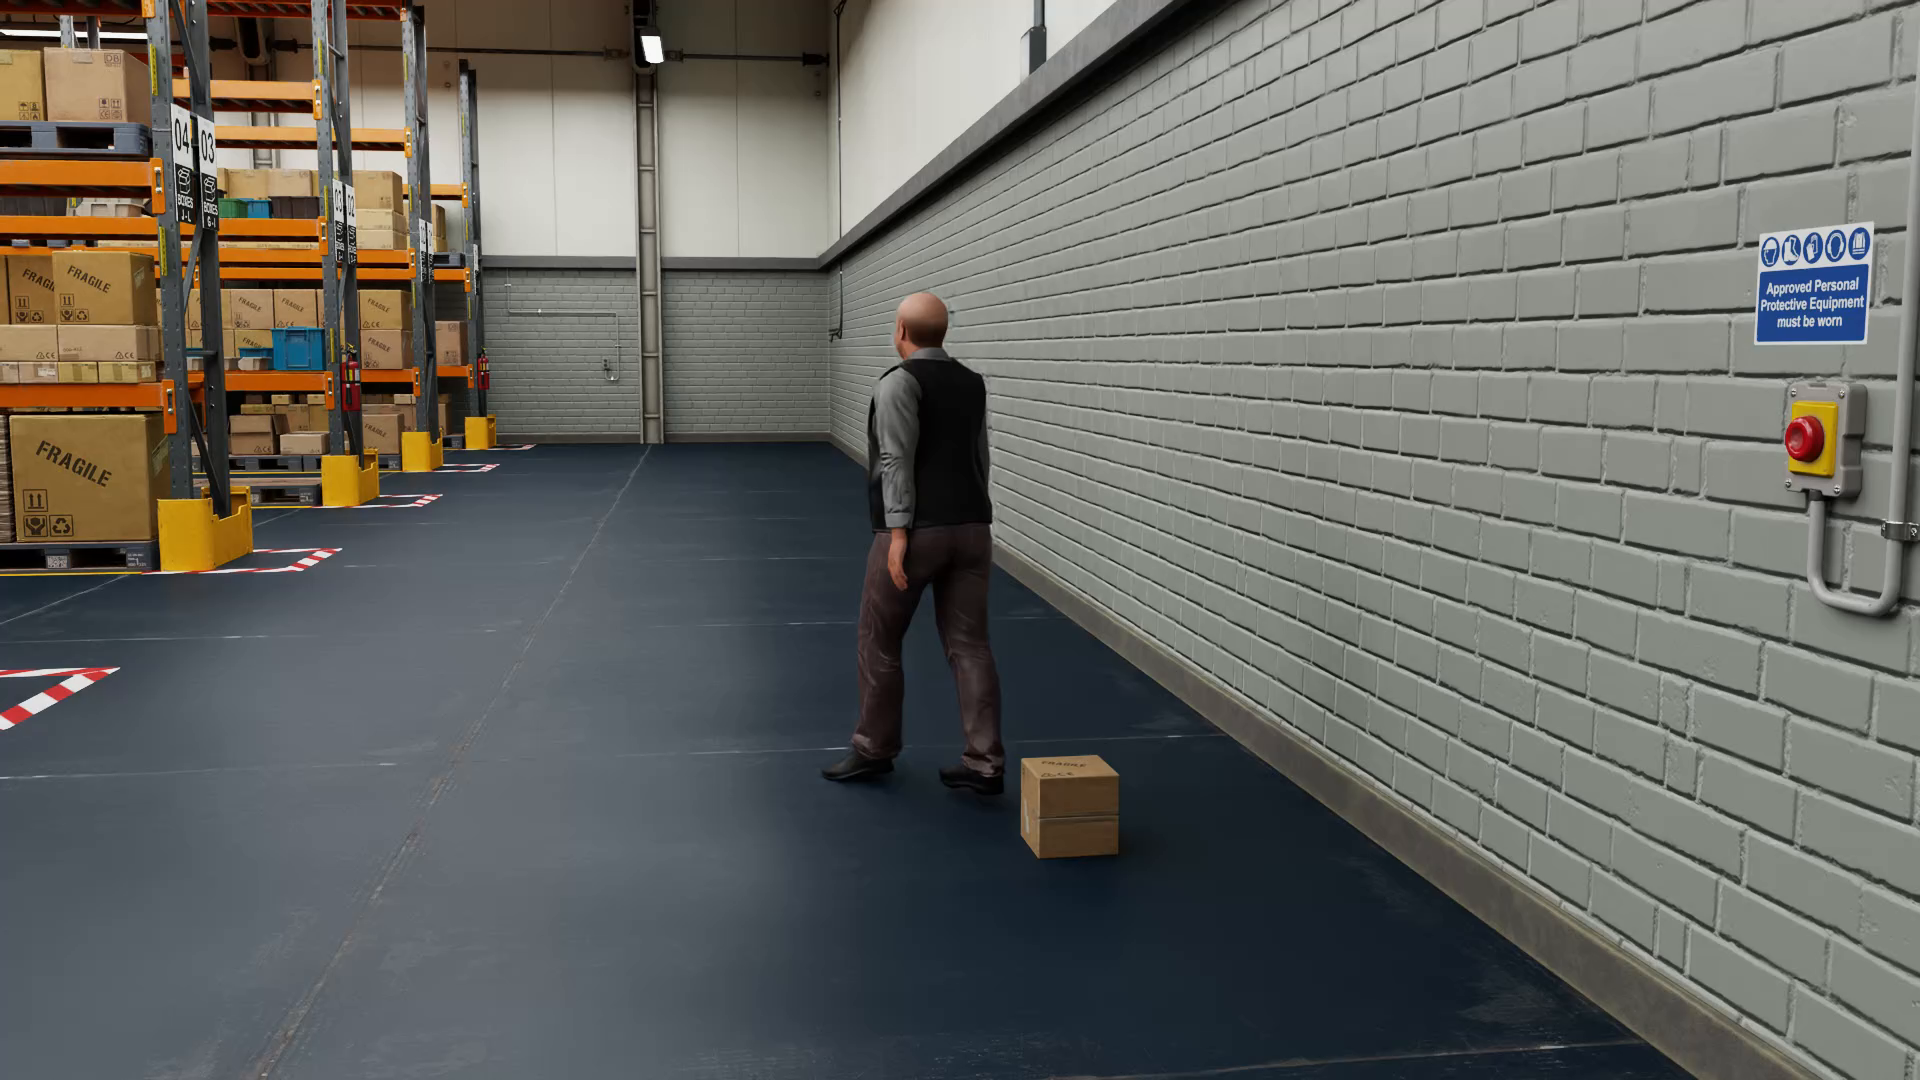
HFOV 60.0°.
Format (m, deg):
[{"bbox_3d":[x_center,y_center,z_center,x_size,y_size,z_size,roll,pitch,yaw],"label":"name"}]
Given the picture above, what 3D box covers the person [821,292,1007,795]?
[{"bbox_3d":[-0.099,0.017,5.742,0.563,1.730,0.760,-5,8,-39],"label":"person"}]
